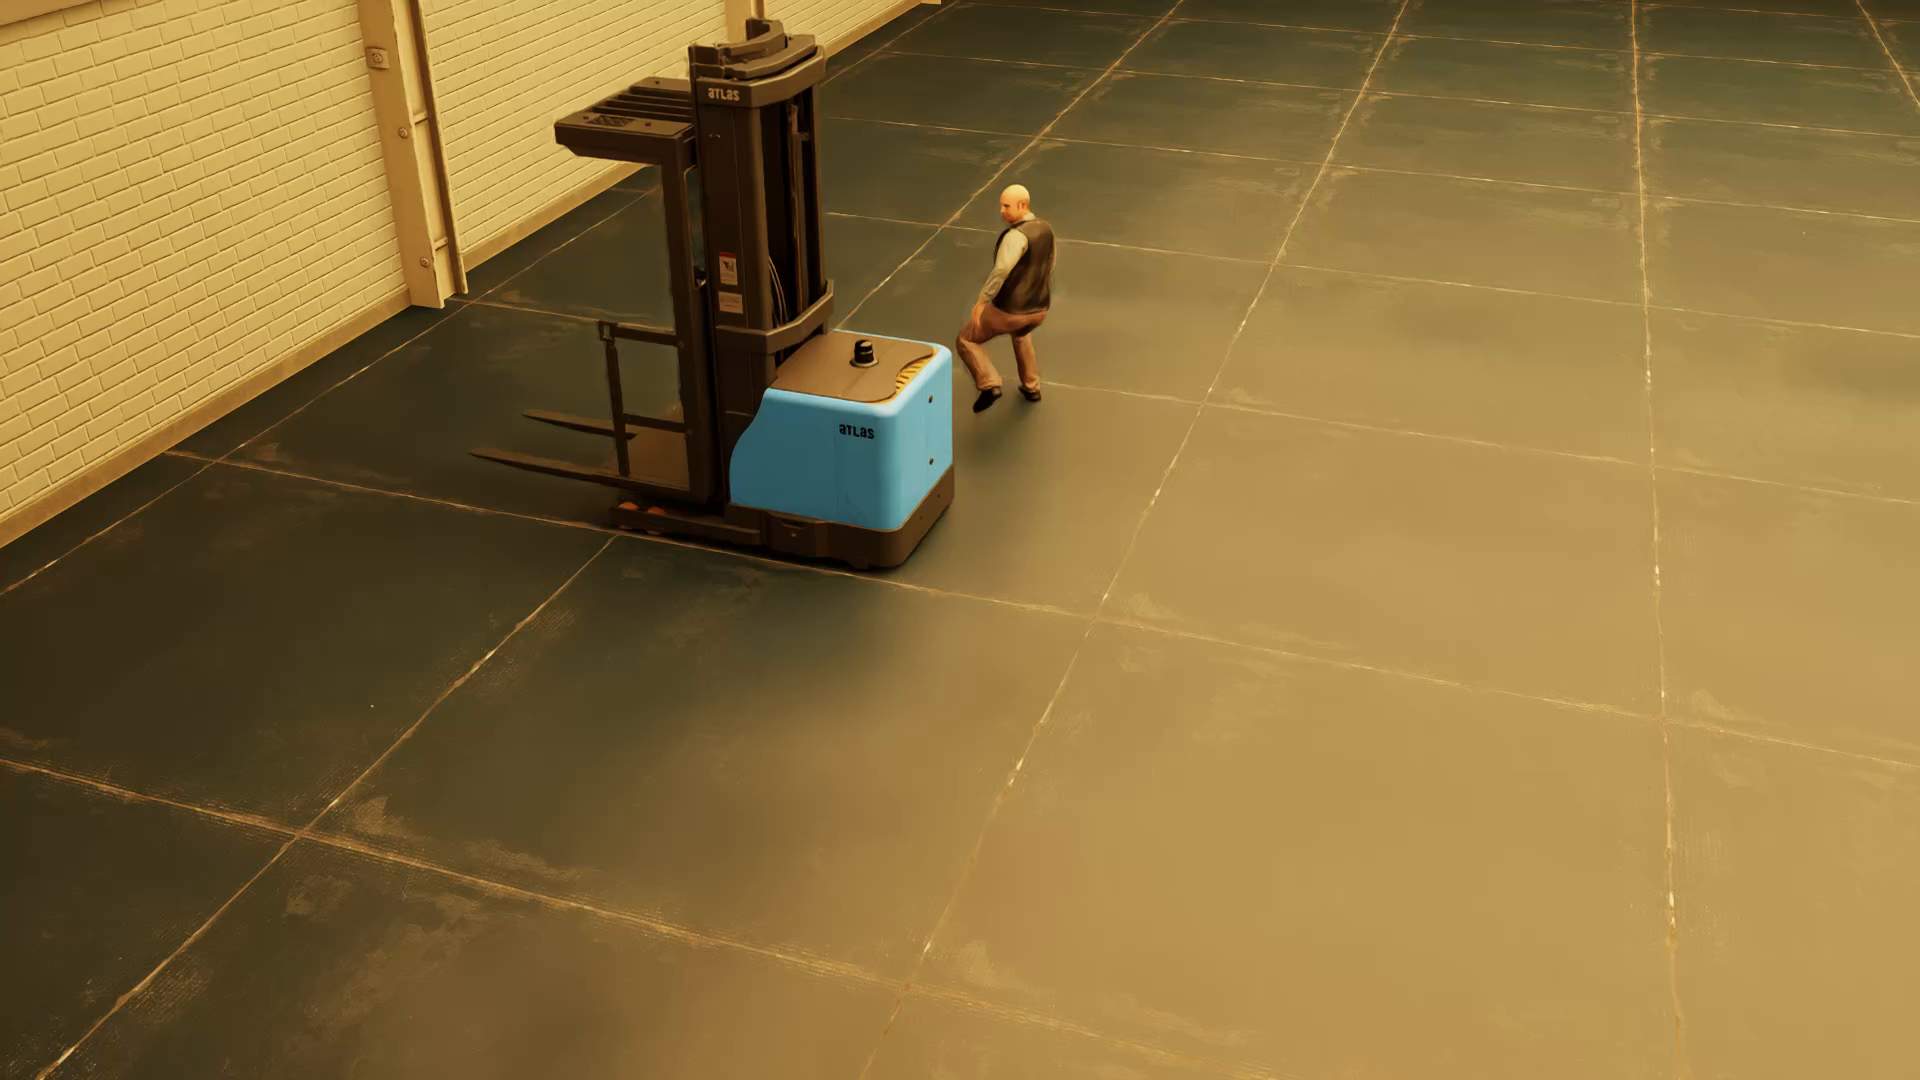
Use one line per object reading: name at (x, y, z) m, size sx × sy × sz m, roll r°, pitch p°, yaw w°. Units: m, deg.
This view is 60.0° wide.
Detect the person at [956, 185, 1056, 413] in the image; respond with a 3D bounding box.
person at (0.365, -1.645, 11.412) m, size 0.959 × 1.607 × 0.515 m, roll -24°, pitch 38°, yaw -36°

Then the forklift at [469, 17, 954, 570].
forklift at (-1.607, -1.538, 9.835) m, size 3.031 × 2.935 × 1.130 m, roll 10°, pitch 31°, yaw 17°
